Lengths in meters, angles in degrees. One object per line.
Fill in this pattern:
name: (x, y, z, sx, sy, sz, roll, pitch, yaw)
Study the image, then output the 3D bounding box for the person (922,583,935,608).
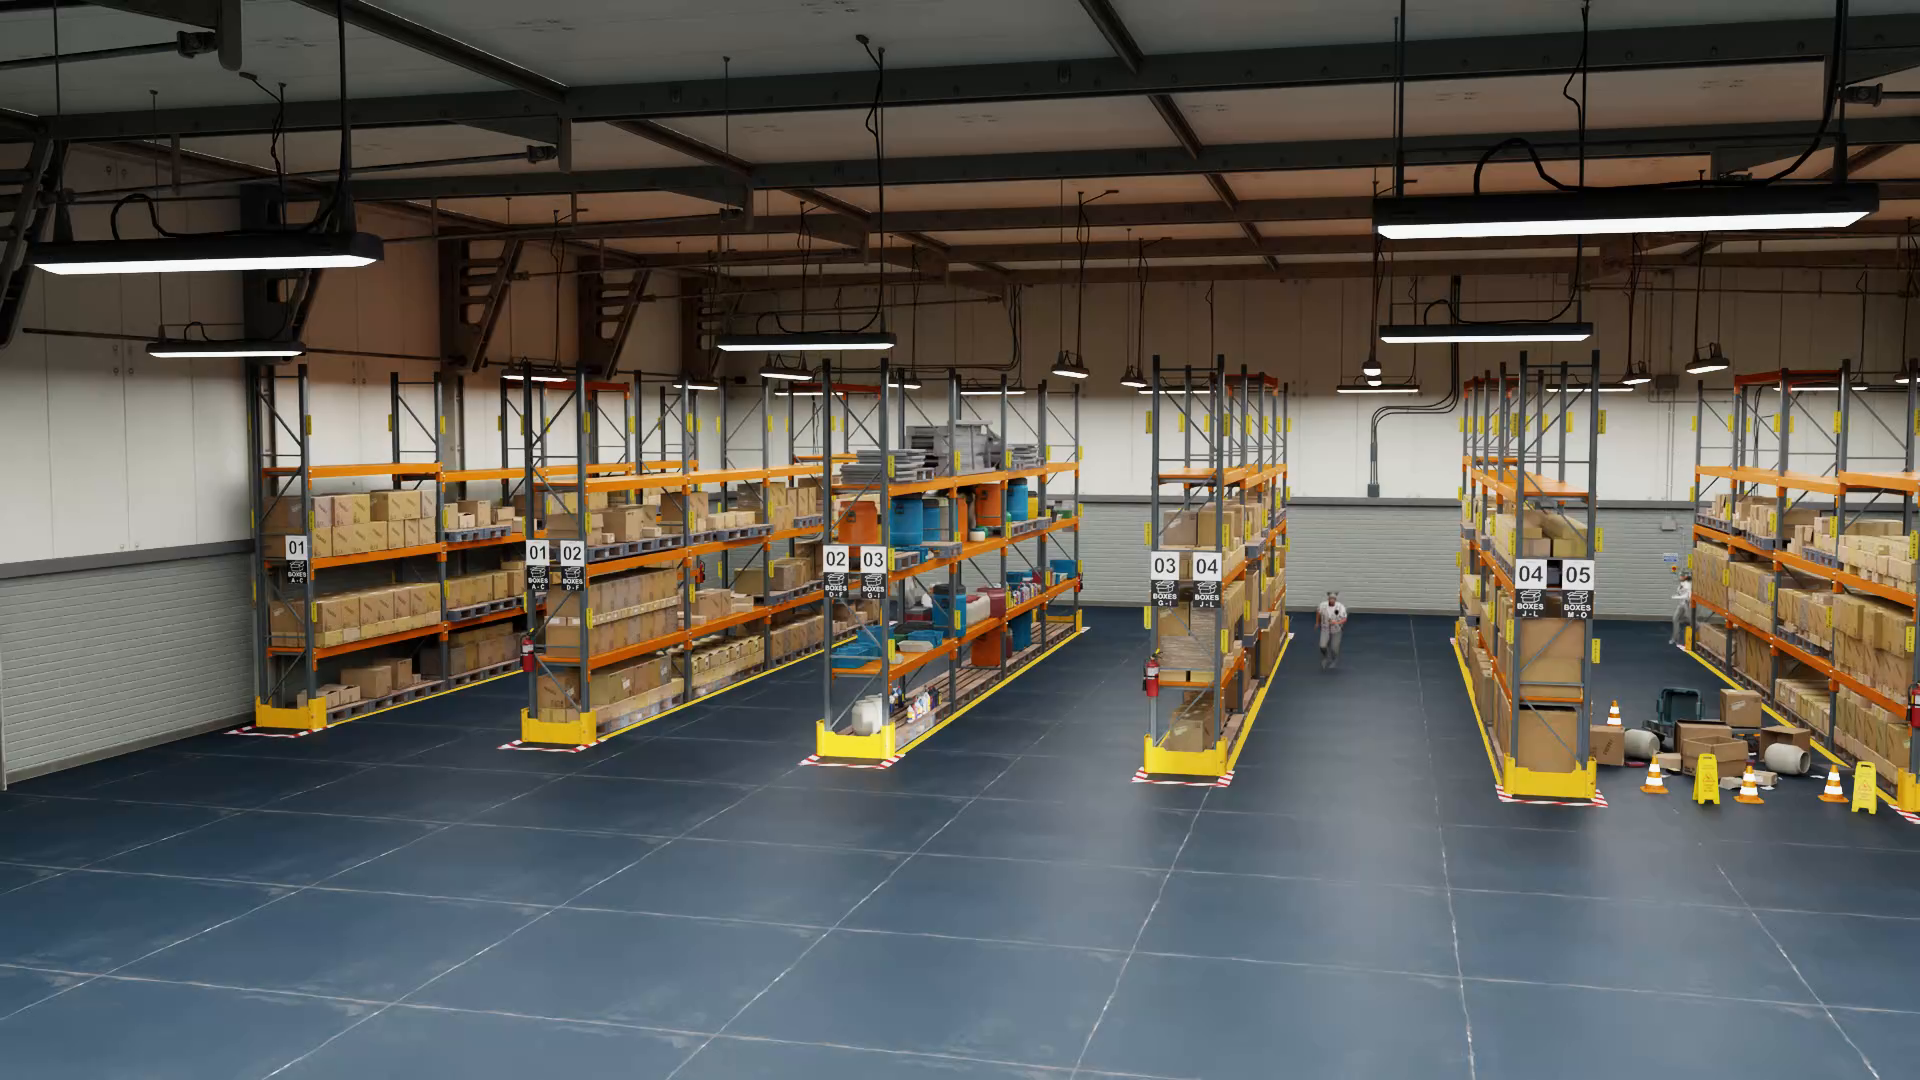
person: (-0.591, 1.708, 35.595, 0.533, 1.607, 0.817, 1, 4, 12)

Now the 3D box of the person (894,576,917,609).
person: (-1.367, 1.267, 42.320, 0.629, 1.637, 0.745, -3, 5, -39)

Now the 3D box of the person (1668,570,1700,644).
person: (16.638, 1.534, 38.002, 0.805, 1.724, 0.610, 1, 4, 10)

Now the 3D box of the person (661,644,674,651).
person: (-6.114, 1.838, 34.448, 0.604, 1.576, 0.745, 0, 4, 2)

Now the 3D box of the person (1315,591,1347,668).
person: (7.568, 1.838, 33.989, 0.691, 1.630, 0.900, 1, 4, 21)
